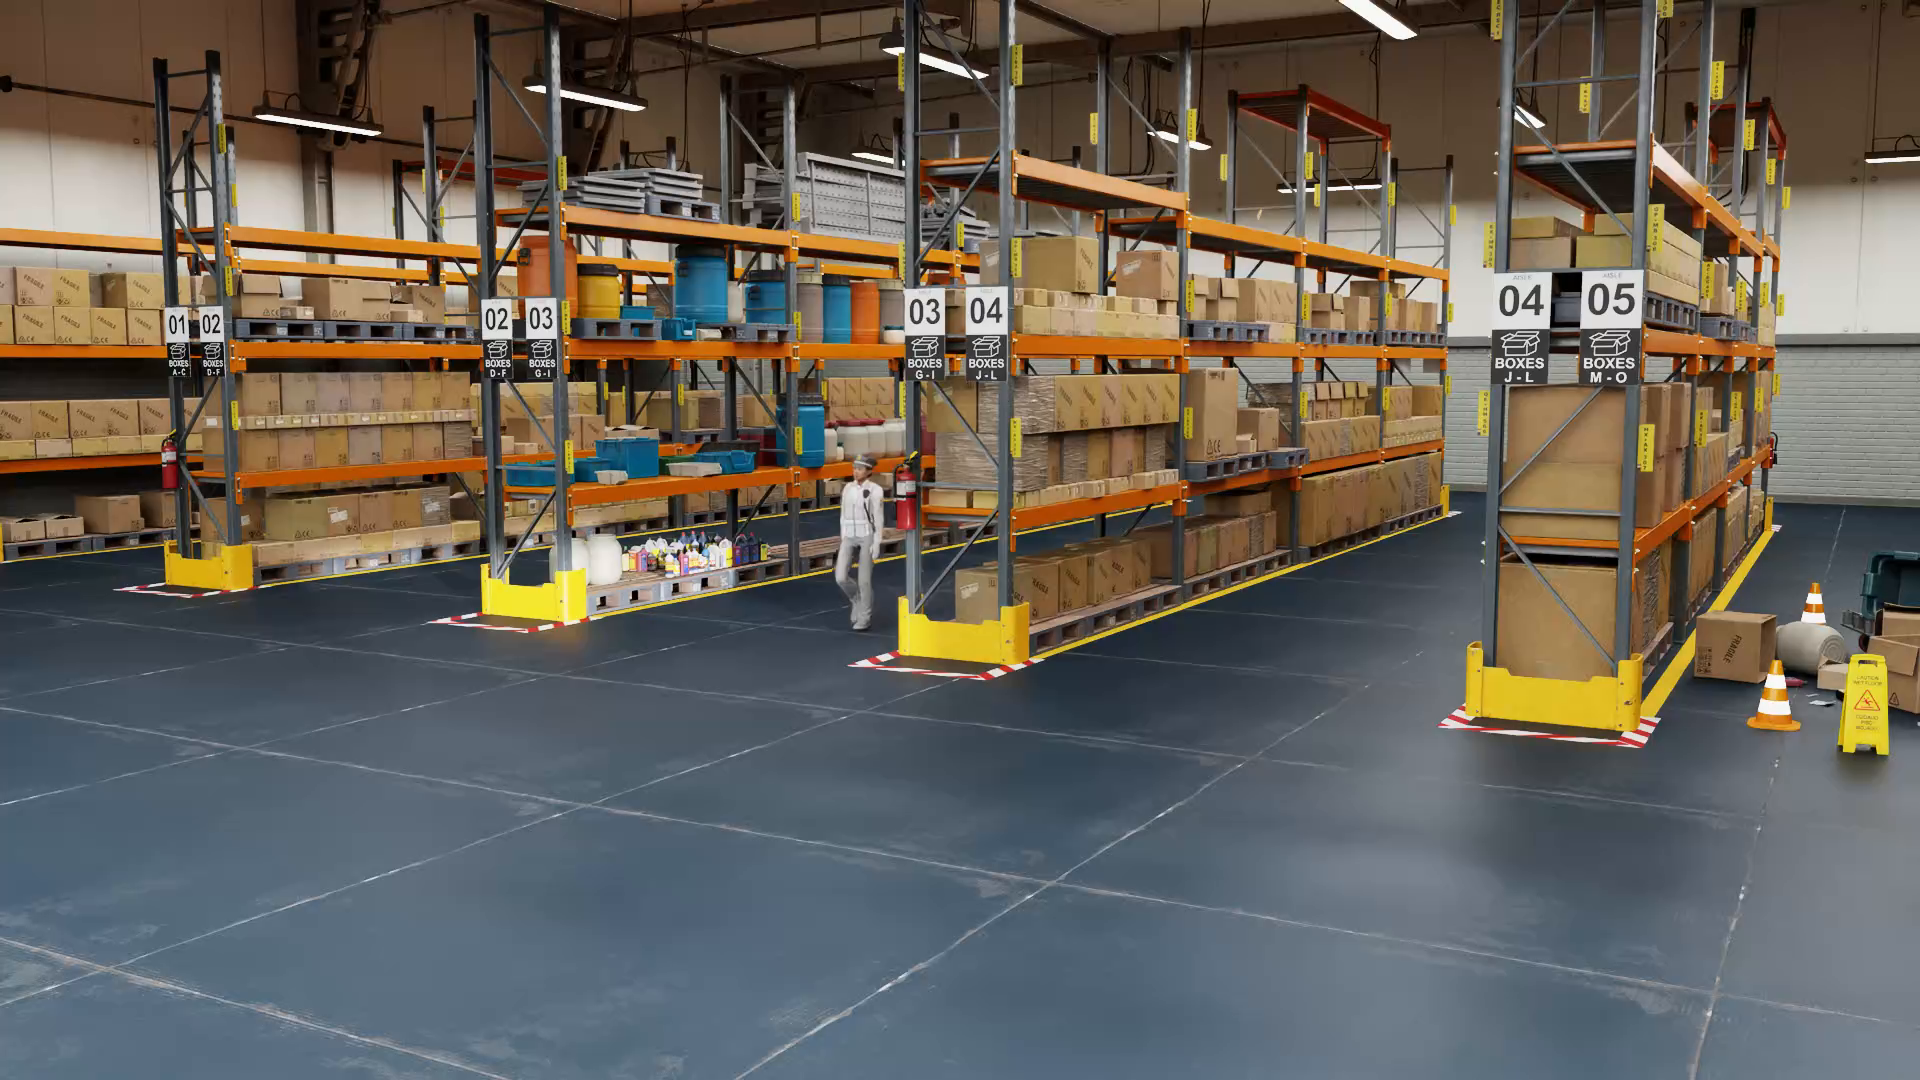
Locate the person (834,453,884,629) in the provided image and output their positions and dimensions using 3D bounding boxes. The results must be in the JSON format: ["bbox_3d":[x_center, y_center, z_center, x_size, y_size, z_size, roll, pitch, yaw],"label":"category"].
[{"bbox_3d":[-0.956,0.004,15.969,0.486,1.682,0.448,3,7,23],"label":"person"}]
